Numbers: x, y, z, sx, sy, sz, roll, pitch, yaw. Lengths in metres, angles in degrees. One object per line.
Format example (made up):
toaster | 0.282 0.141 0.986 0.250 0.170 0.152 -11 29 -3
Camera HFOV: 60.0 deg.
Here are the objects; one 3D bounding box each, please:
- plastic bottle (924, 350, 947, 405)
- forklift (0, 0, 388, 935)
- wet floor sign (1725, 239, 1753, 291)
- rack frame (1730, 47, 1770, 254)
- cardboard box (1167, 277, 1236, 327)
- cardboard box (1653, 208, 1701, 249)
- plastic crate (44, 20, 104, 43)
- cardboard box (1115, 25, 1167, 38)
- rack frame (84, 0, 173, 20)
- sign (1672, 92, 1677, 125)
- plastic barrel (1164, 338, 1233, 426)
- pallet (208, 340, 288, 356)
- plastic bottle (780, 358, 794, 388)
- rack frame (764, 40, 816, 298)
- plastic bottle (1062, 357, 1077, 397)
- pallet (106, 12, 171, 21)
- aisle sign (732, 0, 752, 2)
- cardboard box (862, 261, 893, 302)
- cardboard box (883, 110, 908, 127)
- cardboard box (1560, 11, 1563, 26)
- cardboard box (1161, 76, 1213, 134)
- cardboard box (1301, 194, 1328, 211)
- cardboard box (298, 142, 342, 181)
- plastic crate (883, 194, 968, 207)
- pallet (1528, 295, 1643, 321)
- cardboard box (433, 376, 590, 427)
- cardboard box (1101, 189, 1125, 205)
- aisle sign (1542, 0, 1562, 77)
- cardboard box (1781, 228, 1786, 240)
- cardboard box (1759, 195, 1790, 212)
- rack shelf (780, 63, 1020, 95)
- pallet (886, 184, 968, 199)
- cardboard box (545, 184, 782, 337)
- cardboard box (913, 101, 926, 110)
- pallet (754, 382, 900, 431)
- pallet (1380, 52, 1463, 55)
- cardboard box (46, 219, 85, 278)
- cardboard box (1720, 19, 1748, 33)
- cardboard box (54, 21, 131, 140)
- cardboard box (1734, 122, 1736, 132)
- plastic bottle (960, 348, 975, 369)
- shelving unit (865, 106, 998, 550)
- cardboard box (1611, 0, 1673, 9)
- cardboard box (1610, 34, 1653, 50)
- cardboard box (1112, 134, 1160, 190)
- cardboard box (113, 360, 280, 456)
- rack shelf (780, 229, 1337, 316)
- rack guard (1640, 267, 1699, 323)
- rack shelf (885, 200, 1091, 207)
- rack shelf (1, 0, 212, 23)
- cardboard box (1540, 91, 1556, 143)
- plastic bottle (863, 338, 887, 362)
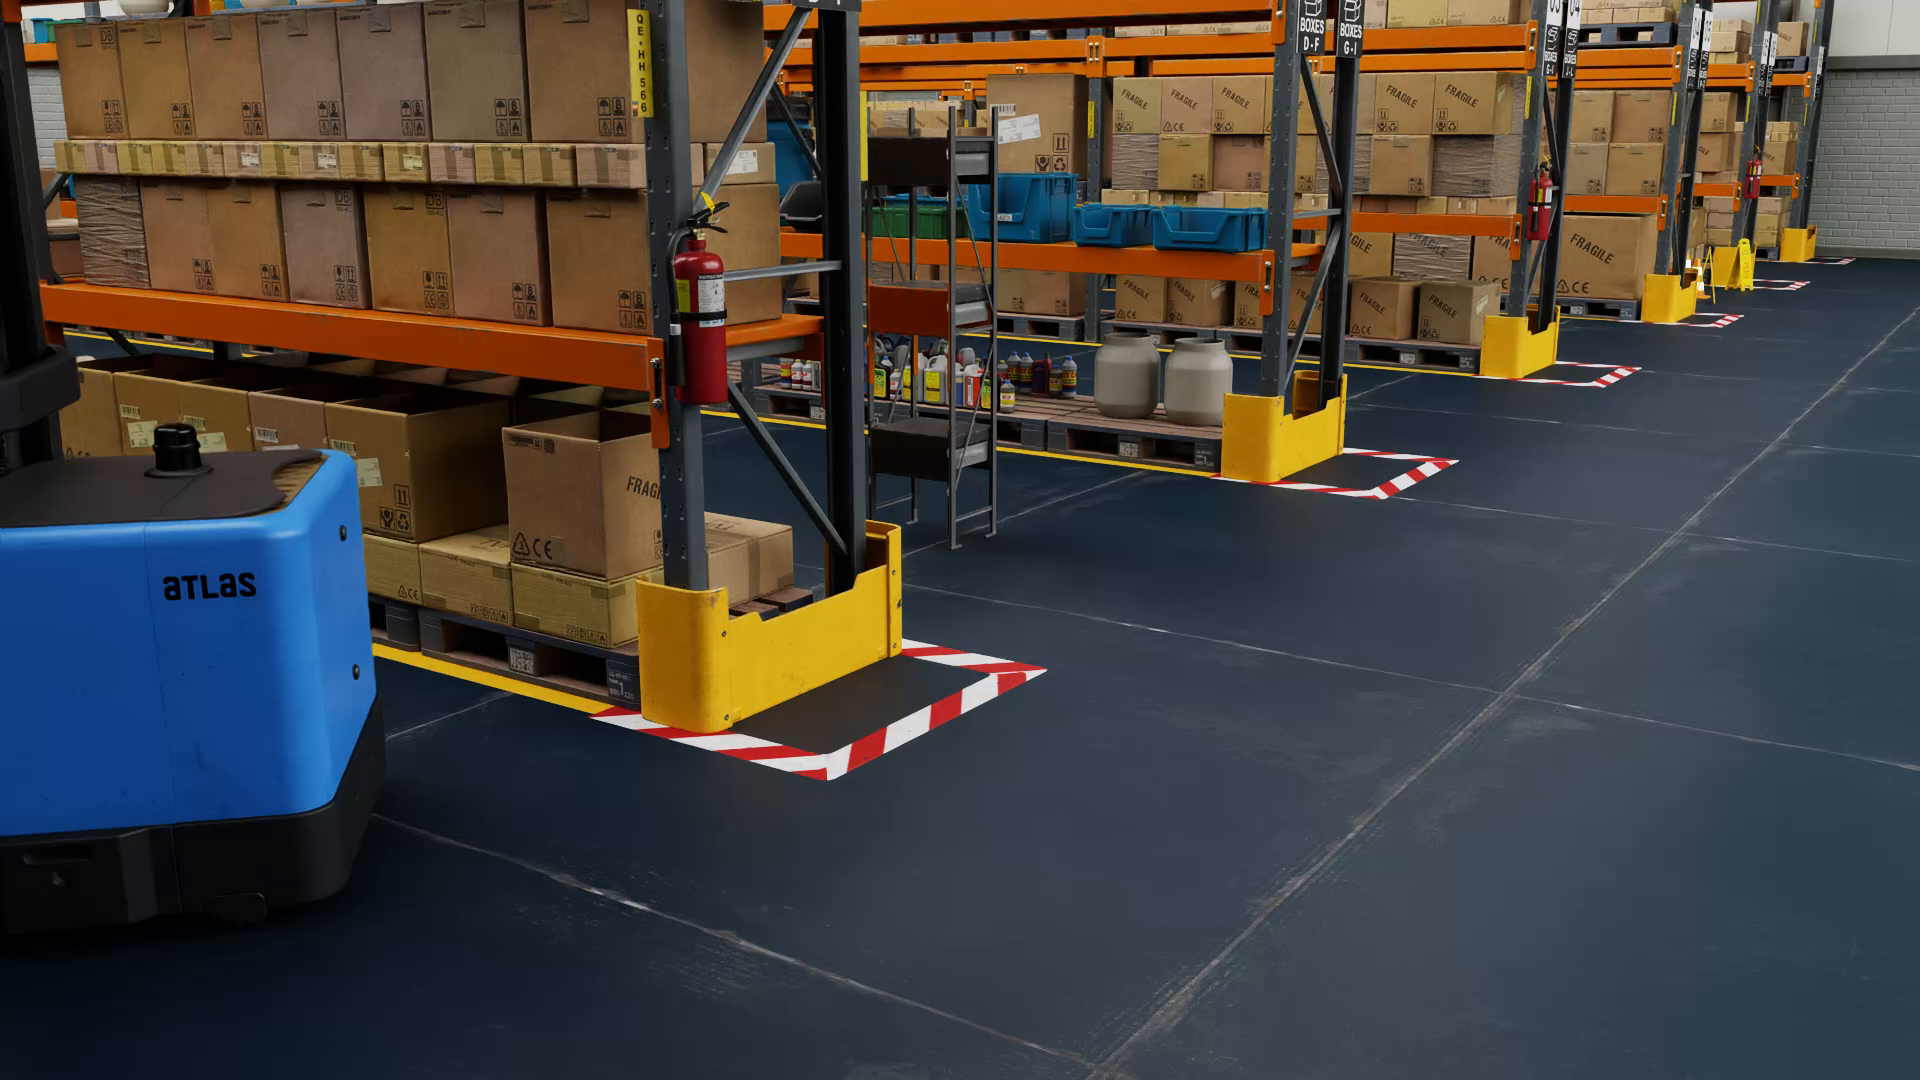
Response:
plastic bottle | -0.141 -1.086 11.064 0.185 0.351 0.144 10 17 35
forklift | -3.182 -0.476 4.147 3.031 2.935 1.130 -3 14 -11
wet floor sign | 9.931 -3.502 21.126 0.267 0.644 0.232 -10 17 -35
rack frame | 10.371 -4.883 21.808 0.127 3.000 1.000 9 17 33
cardboard box | 2.310 -2.298 15.690 0.500 0.500 0.500 -11 17 -36
cardboard box | 9.561 -4.172 22.222 0.500 0.500 0.500 9 17 33
plastic crate | -8.402 -4.879 15.989 0.662 0.188 0.450 9 17 33
cardboard box | 1.751 -4.716 15.201 0.500 0.250 0.500 8 16 31
rack frame | -7.881 -6.441 15.617 0.127 3.000 1.000 9 17 33
sign | 7.378 -4.454 17.169 0.005 0.325 0.100 9 17 33
plastic barrel | 1.487 -0.989 10.380 0.421 0.512 0.421 0 14 0
pallet | -6.248 -1.900 15.561 1.213 0.211 1.003 9 17 33
plastic bottle | -1.224 -1.215 11.753 0.097 0.271 0.097 0 14 0
rack frame | -1.798 -3.980 18.160 0.127 3.000 1.000 9 17 33
plastic bottle | 0.745 -1.114 11.345 0.097 0.271 0.097 0 14 0
pallet | -7.176 -4.808 15.654 1.003 0.211 1.213 9 17 33
aisle sign | -0.801 -2.127 5.265 0.004 0.787 0.394 9 17 33
cardboard box | -0.764 -2.823 17.771 0.500 0.500 0.700 8 16 28
cardboard box | -0.976 -7.171 28.760 0.500 0.500 0.500 9 17 34
cardboard box | 6.382 -5.583 17.833 0.250 0.149 0.380 9 16 32
cardboard box | 2.168 -3.944 15.107 0.500 0.500 0.500 9 17 33
cardboard box | 3.185 -2.963 14.573 0.250 0.149 0.380 9 17 33
cardboard box | -2.403 -1.517 6.651 0.250 0.149 0.380 9 16 32
plastic crate | -0.173 -2.290 11.641 0.616 0.251 0.499 9 17 33
pallet | 6.985 -2.621 18.472 1.213 0.211 1.003 9 17 33
cardboard box | -1.851 -0.413 7.039 0.500 0.500 0.500 9 17 33
cardboard box | 1.532 -3.233 15.665 0.250 0.149 0.380 9 17 33
aisle sign | 4.724 -4.101 13.239 0.004 0.787 0.394 9 17 33
cardboard box | 12.840 -4.848 26.512 0.500 0.250 0.500 9 17 33
cardboard box | 12.845 -5.330 26.381 0.500 0.250 0.500 9 16 32
rack shelf | -0.606 -6.331 22.910 4.000 0.370 1.077 9 17 33
pallet | -0.133 -3.630 17.144 1.213 0.211 1.003 9 17 33
cardboard box | -1.072 -1.047 6.100 0.500 0.500 0.700 9 17 33
cardboard box | -0.599 -7.442 28.506 0.250 0.149 0.380 9 17 32
pallet | -0.709 -1.004 11.941 1.213 0.211 1.003 9 17 33
pallet | 5.046 -5.721 19.132 1.213 0.211 1.003 9 17 33
cardboard box | -4.444 -1.454 8.266 0.500 0.250 0.500 10 17 36
cardboard box | 9.925 -6.591 21.328 0.250 0.149 0.380 9 17 33
cardboard box | -3.639 -2.089 7.613 0.500 0.500 0.700 9 17 33
cardboard box | 12.104 -6.492 26.130 0.250 0.149 0.380 9 17 33
plastic bottle | 0.012 -1.227 11.791 0.135 0.276 0.152 10 17 34
shelving unit | -0.137 -1.041 8.161 0.503 2.100 0.431 9 17 33
cardboard box | 7.130 -5.673 17.366 0.500 0.250 0.500 9 17 34
cardboard box | 8.946 -6.562 22.041 0.500 0.250 0.500 10 17 34
cardboard box | 1.860 -3.564 15.652 0.500 0.500 0.875 9 17 33
cardboard box | -3.382 -0.512 7.438 0.500 0.500 0.500 9 17 33
rack shelf | 0.416 -1.839 11.007 4.000 0.370 1.077 9 17 33
rack guard | 7.712 -2.666 18.054 0.348 0.500 1.175 9 17 33
rack shelf | -0.139 -3.363 17.163 4.000 0.370 1.077 9 17 33
rack shelf | -2.351 -2.308 6.659 4.000 0.370 1.077 9 17 33
cardboard box | 6.509 -4.695 18.487 0.550 0.550 0.875 9 17 33
plastic bottle | -0.628 -1.326 12.036 0.185 0.351 0.144 9 17 33
